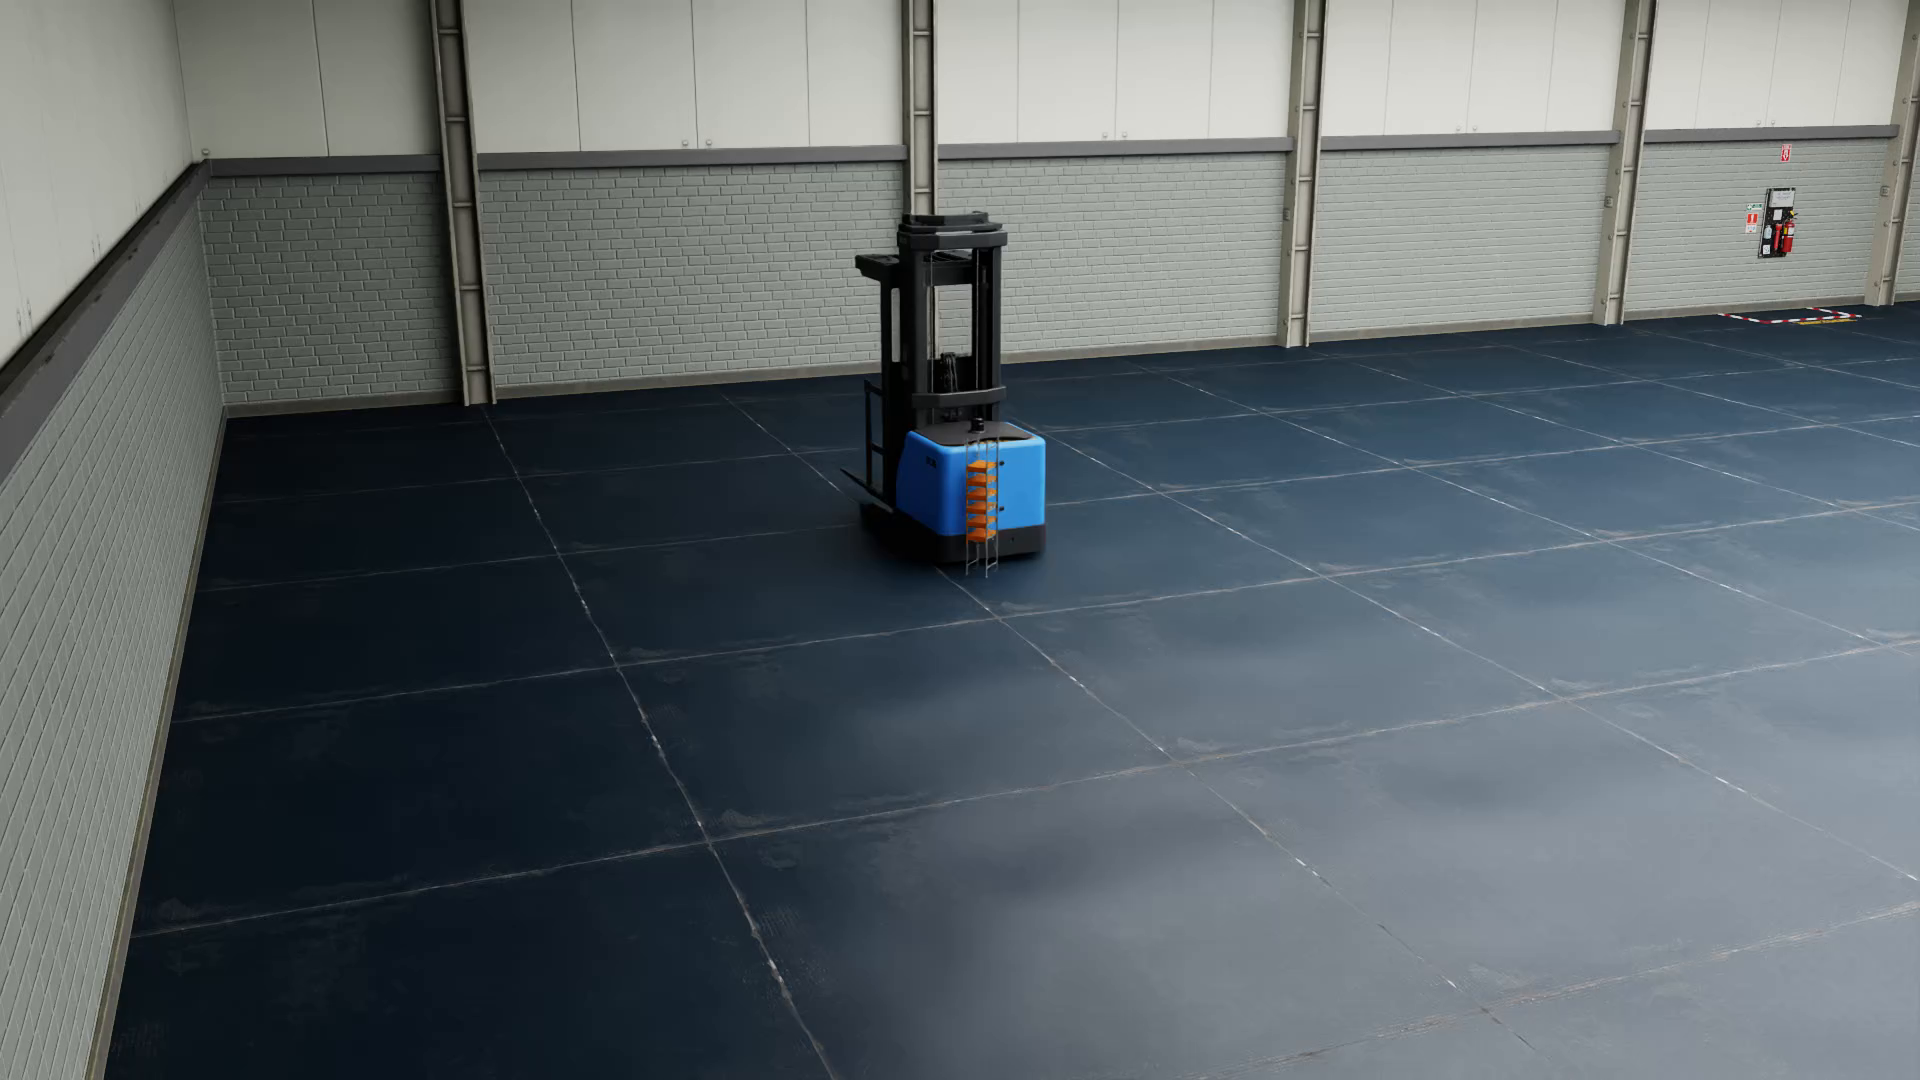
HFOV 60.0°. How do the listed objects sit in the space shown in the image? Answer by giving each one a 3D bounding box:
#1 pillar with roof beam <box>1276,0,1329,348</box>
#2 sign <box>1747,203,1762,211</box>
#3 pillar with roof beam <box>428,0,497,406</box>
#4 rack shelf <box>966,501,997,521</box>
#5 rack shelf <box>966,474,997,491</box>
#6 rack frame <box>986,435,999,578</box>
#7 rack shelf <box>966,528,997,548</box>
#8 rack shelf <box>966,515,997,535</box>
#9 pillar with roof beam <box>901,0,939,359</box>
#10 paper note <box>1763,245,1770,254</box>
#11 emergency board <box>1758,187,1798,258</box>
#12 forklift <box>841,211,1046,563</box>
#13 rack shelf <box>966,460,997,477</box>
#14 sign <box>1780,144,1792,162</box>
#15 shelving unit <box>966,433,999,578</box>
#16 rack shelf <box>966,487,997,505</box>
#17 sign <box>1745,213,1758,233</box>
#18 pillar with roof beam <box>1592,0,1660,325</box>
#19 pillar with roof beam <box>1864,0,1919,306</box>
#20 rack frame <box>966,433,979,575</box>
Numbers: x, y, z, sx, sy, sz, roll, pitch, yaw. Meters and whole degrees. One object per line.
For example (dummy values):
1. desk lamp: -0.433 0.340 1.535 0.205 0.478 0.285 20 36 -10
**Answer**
1. pillar with roof beam: 6.607 -6.153 20.231 0.400 9.000 9.100 -6 17 -20
2. sign: 13.405 -5.619 28.055 0.331 0.109 0.001 -6 17 -20
3. pillar with roof beam: -4.598 -4.943 16.111 0.400 9.000 9.100 -6 17 -20
4. rack shelf: 0.190 -0.251 14.132 0.180 0.103 0.258 8 18 25
5. rack shelf: 0.190 -0.481 14.065 0.180 0.103 0.258 8 18 25
6. rack frame: 0.272 -0.282 14.082 0.006 1.200 0.240 8 18 25
7. rack shelf: 0.190 -0.021 14.200 0.180 0.103 0.258 8 18 25
8. rack shelf: 0.190 -0.136 14.166 0.180 0.103 0.258 8 18 25
9. pillar with roof beam: 1.004 -5.548 18.171 0.400 9.000 9.100 -6 17 -20
10. paper note: 13.761 -4.955 28.364 0.142 0.148 0.016 -6 17 -20
11. emergency board: 13.951 -5.378 28.239 0.643 1.169 0.194 -6 17 -20
12. forklift: -0.300 -1.581 15.433 1.130 2.935 3.031 -7 18 -23
13. rack shelf: 0.190 -0.596 14.031 0.180 0.103 0.258 8 18 25
14. sign: 13.908 -6.515 27.999 0.199 0.298 0.001 -6 17 -20
15. shelving unit: 0.190 -0.294 14.120 0.189 1.200 0.258 8 18 25
16. rack shelf: 0.190 -0.366 14.099 0.180 0.103 0.258 8 18 25
17. sign: 13.398 -5.366 28.137 0.234 0.329 0.001 -6 17 -20
18. pillar with roof beam: 12.210 -6.758 22.291 0.400 9.000 9.100 -6 17 -20
19. pillar with roof beam: 17.813 -7.363 24.351 0.400 9.000 9.100 -6 17 -20
20. rack frame: 0.107 -0.305 14.158 0.006 1.200 0.240 8 18 25
